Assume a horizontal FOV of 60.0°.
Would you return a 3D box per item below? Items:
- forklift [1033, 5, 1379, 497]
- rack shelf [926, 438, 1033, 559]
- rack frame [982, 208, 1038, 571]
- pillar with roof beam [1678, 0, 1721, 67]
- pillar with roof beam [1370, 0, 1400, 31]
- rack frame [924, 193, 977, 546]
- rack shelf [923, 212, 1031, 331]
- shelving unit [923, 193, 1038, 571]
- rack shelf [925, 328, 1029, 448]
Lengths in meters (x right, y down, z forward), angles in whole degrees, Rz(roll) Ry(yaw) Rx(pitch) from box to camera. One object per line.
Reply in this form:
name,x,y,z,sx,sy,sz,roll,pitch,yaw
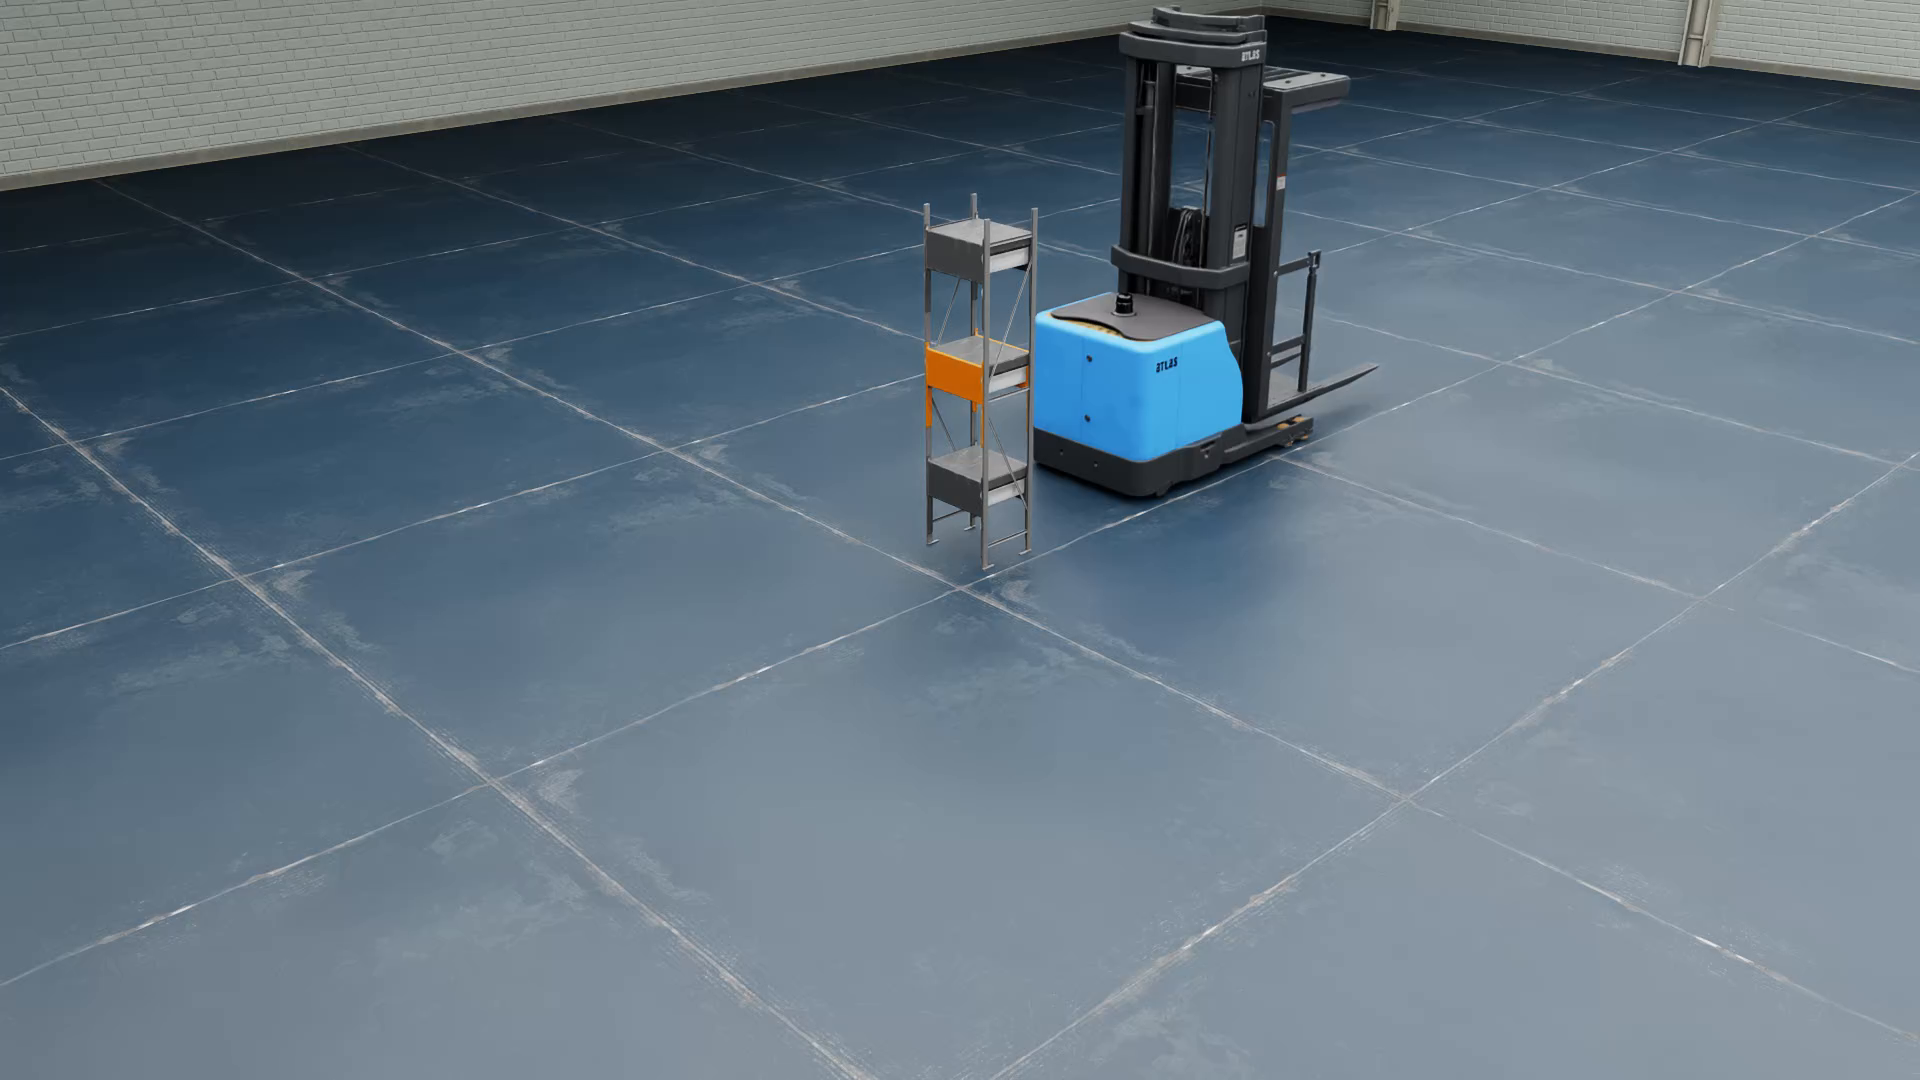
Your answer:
forklift,1.867,-2.122,11.370,3.031,2.935,1.130,-22,32,-39
rack shelf,0.113,-0.256,10.000,0.431,0.518,0.480,-21,32,-38
rack frame,0.280,-0.831,9.542,0.400,2.100,0.015,-21,32,-38
pillar with roof beam,8.948,-10.702,22.866,9.100,9.000,0.400,-21,32,-38
pillar with roof beam,4.847,-12.519,26.851,9.100,9.000,0.400,-21,32,-38
rack frame,-0.054,-0.979,9.866,0.400,2.100,0.015,-21,32,-38
rack shelf,0.113,-1.530,9.419,0.431,0.518,0.480,-21,32,-38
shelving unit,0.113,-0.905,9.704,0.431,2.100,0.503,-21,32,-38
rack shelf,0.113,-0.893,9.710,0.431,0.518,0.480,-21,32,-38
